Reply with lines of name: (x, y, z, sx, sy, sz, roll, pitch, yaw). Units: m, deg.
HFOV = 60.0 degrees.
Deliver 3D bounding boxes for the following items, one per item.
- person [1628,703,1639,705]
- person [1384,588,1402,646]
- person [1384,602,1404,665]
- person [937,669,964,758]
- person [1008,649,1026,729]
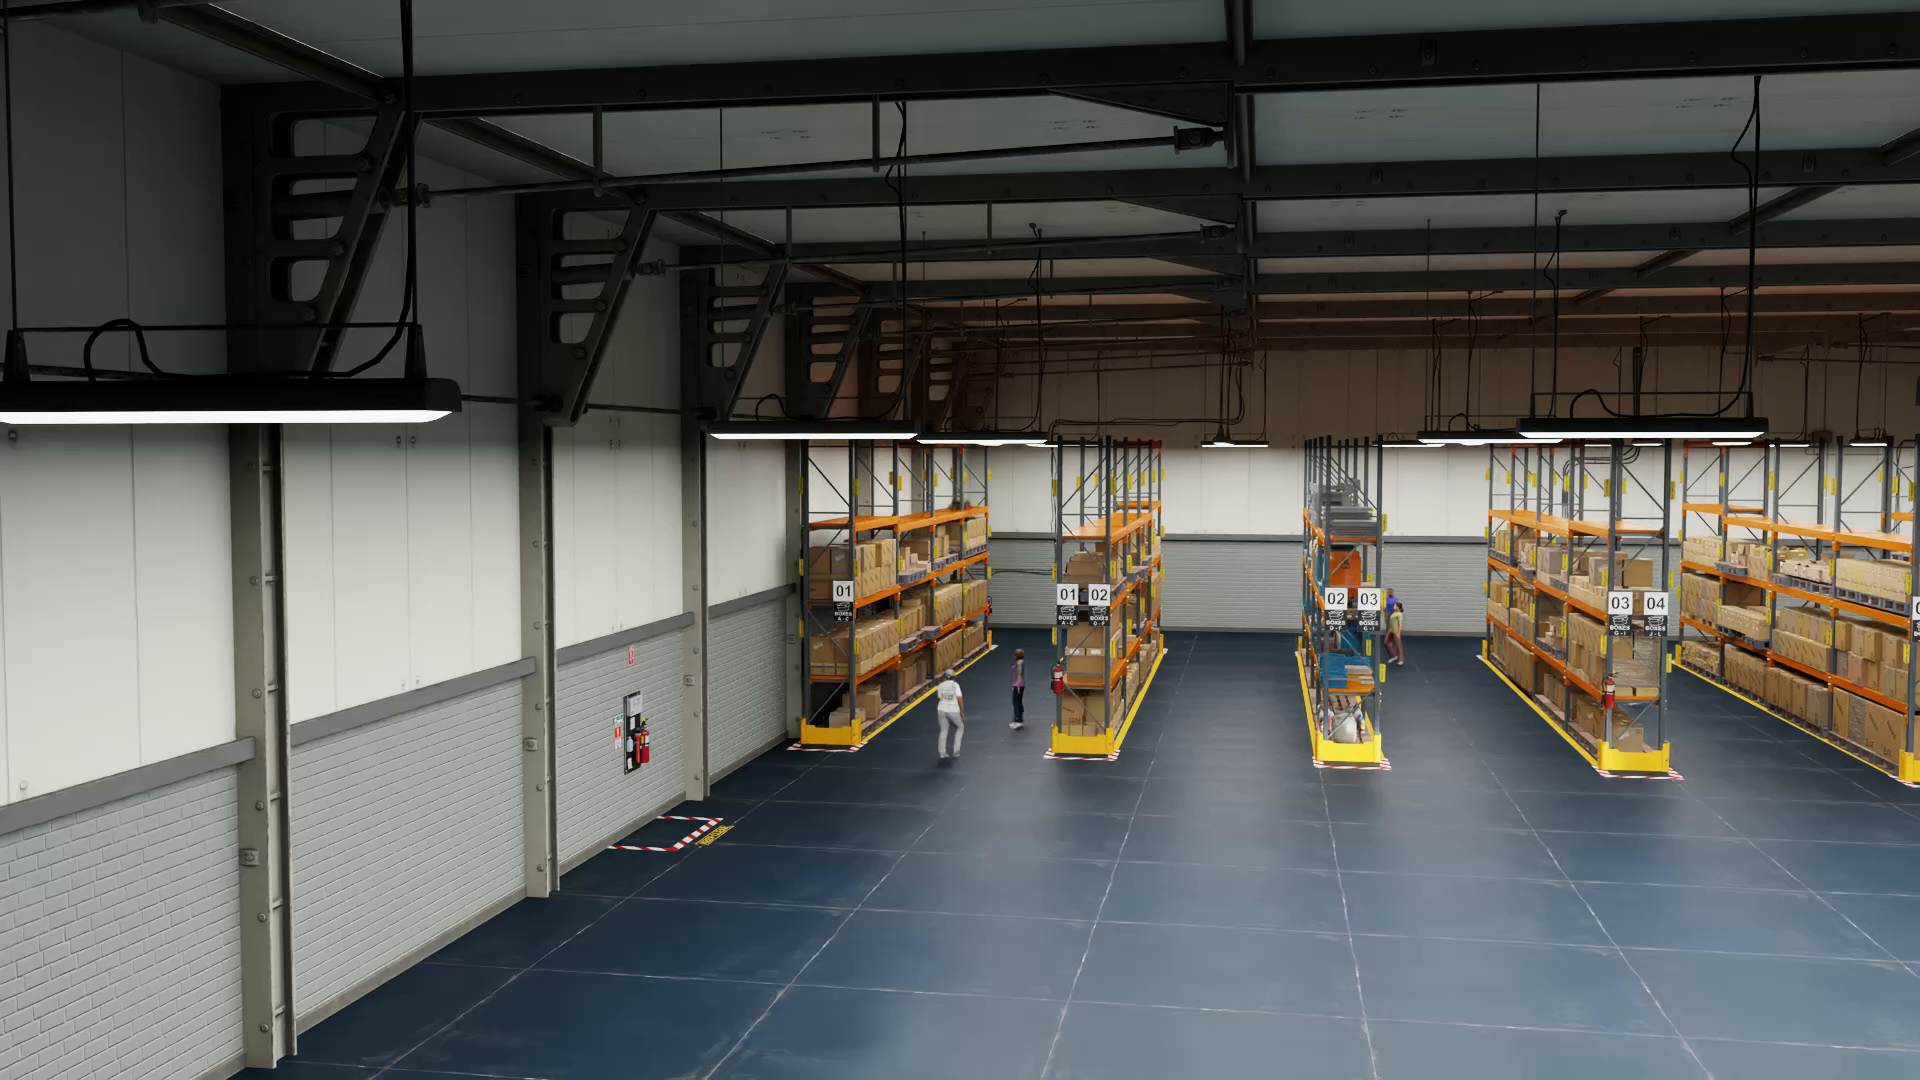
person: (15.235, 2.871, 37.531, 0.510, 1.687, 0.457, -1, 3, -20)
person: (12.728, 2.270, 48.861, 0.557, 1.659, 0.387, 1, 3, 17)
person: (11.631, 2.482, 44.410, 0.363, 1.669, 0.624, -1, 3, -23)
person: (-0.153, 3.269, 31.025, 0.565, 1.735, 0.627, 2, 4, 30)
person: (1.198, 3.070, 34.411, 0.327, 1.618, 0.514, 1, 3, 11)
